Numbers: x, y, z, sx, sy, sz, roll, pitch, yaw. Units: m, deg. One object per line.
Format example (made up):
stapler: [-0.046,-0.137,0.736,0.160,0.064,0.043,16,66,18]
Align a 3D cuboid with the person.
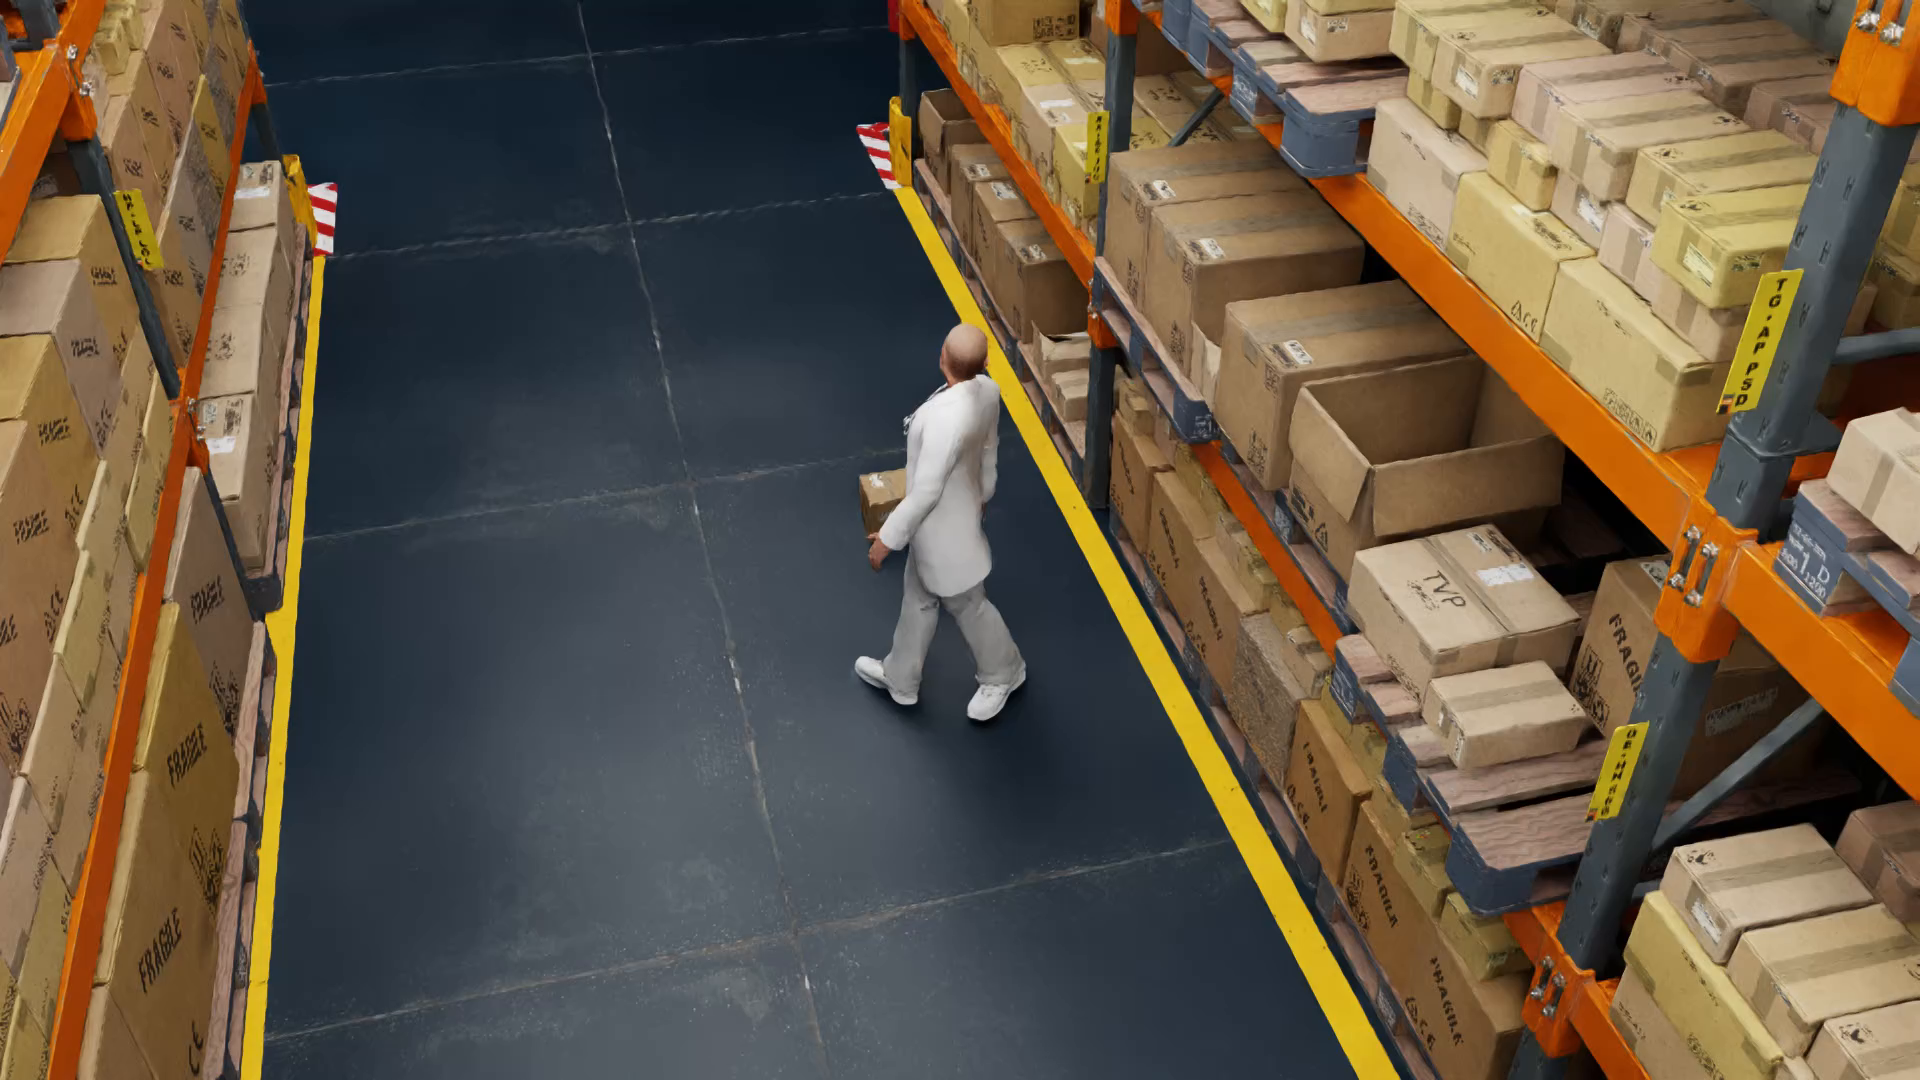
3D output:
person: [-0.086,-0.071,6.854,0.763,1.718,0.617,4,38,5]
